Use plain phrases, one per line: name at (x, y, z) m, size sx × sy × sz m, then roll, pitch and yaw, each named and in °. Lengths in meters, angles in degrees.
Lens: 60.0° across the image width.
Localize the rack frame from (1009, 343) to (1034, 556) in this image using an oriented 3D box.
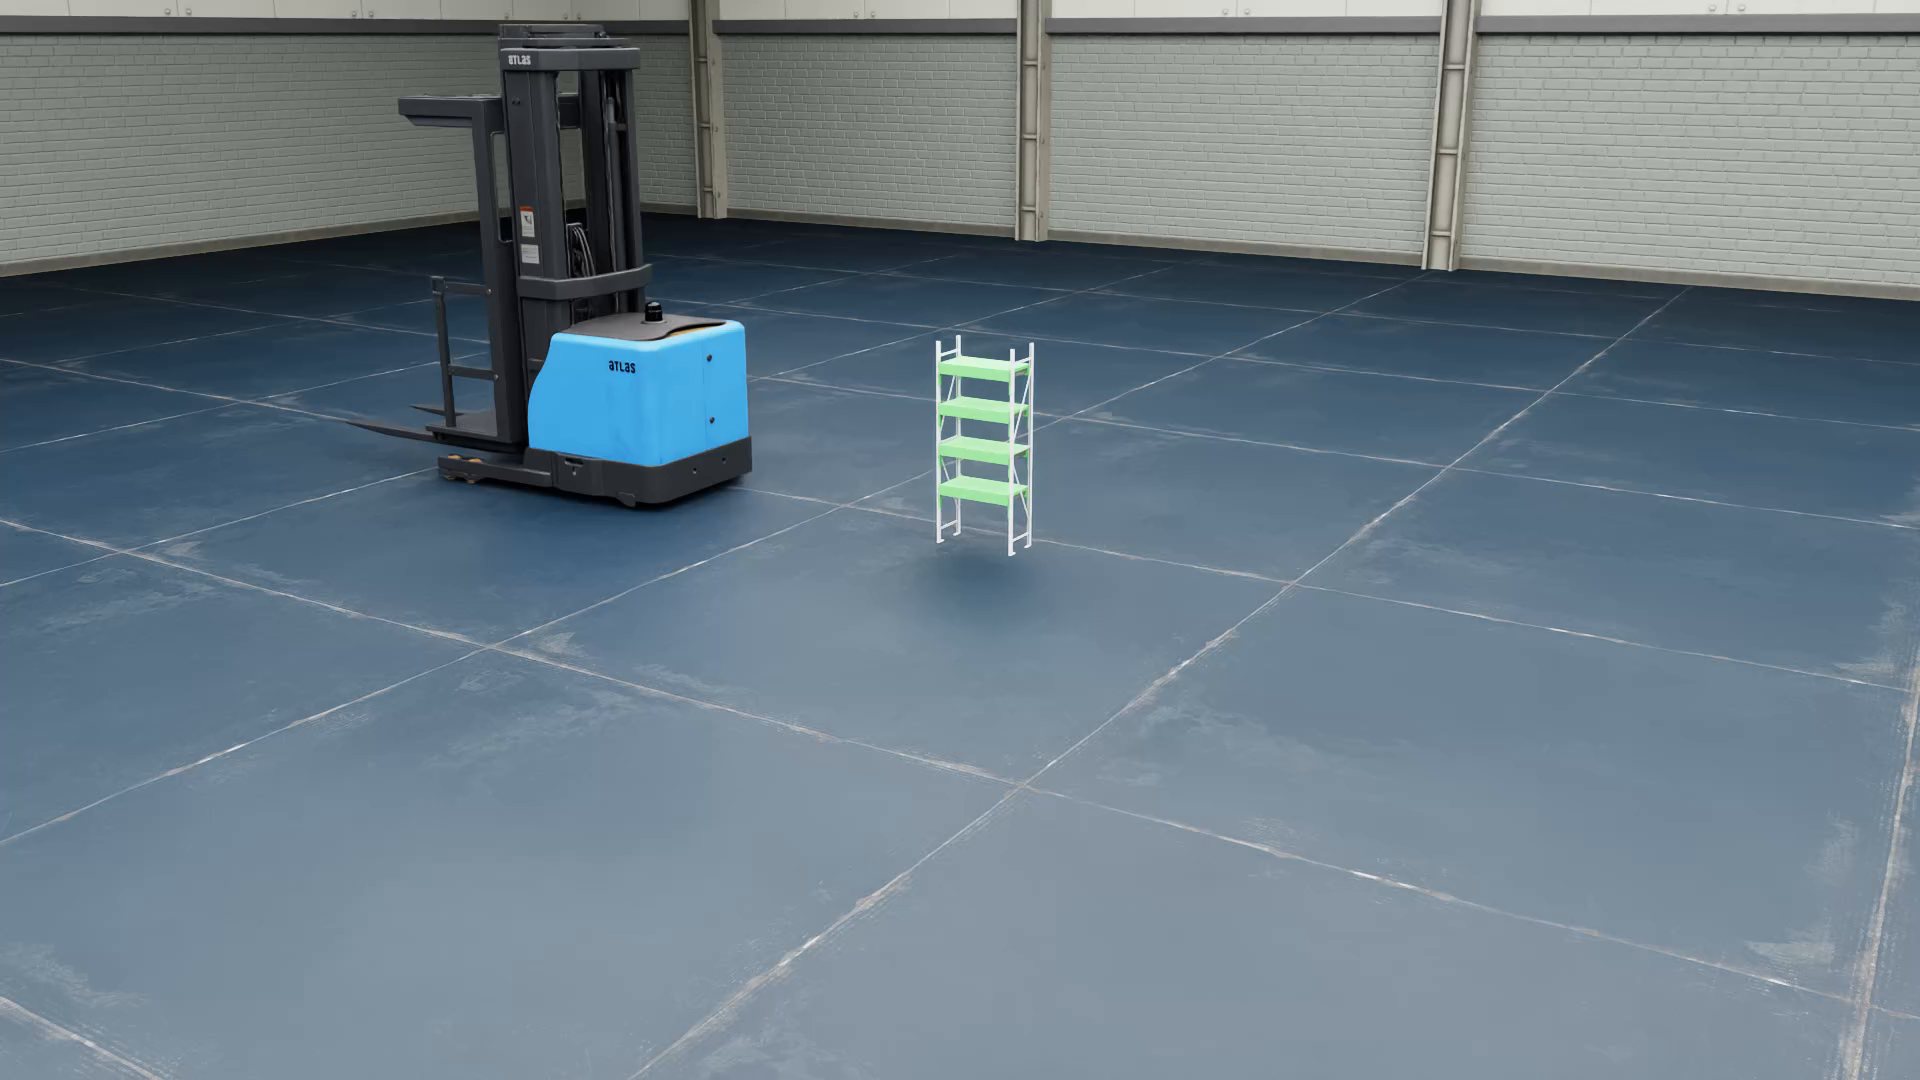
rack frame at (0.349, -0.512, 9.502) m, size 0.015 × 1.200 × 0.240 m, roll 10°, pitch 20°, yaw 30°

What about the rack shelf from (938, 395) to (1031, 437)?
rack shelf at (0.141, -0.717, 9.573) m, size 0.480 × 0.148 × 0.258 m, roll 10°, pitch 20°, yaw 30°

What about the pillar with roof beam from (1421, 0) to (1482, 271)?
pillar with roof beam at (3.909, -6.722, 16.528) m, size 0.400 × 9.000 × 9.100 m, roll 10°, pitch 20°, yaw 30°

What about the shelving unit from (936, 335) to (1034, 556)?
shelving unit at (0.141, -0.549, 9.624) m, size 0.503 × 1.200 × 0.258 m, roll 10°, pitch 20°, yaw 30°

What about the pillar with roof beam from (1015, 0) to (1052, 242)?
pillar with roof beam at (-1.203, -7.635, 19.532) m, size 0.400 × 9.000 × 9.100 m, roll 10°, pitch 20°, yaw 30°

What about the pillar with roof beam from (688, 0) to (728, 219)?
pillar with roof beam at (-6.316, -8.547, 22.537) m, size 0.400 × 9.000 × 9.100 m, roll 10°, pitch 20°, yaw 30°

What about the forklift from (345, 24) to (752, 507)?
forklift at (-2.930, -1.902, 11.100) m, size 3.031 × 2.935 × 1.130 m, roll 10°, pitch 19°, yaw 29°

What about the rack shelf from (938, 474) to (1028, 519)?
rack shelf at (0.141, -0.258, 9.712) m, size 0.480 × 0.148 × 0.258 m, roll 10°, pitch 20°, yaw 30°

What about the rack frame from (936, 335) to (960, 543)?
rack frame at (-0.067, -0.586, 9.746) m, size 0.015 × 1.200 × 0.240 m, roll 10°, pitch 20°, yaw 30°

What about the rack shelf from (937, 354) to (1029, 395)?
rack shelf at (0.141, -0.947, 9.503) m, size 0.480 × 0.148 × 0.258 m, roll 10°, pitch 20°, yaw 30°

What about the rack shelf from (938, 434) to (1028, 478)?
rack shelf at (0.141, -0.488, 9.642) m, size 0.480 × 0.148 × 0.258 m, roll 10°, pitch 20°, yaw 30°
